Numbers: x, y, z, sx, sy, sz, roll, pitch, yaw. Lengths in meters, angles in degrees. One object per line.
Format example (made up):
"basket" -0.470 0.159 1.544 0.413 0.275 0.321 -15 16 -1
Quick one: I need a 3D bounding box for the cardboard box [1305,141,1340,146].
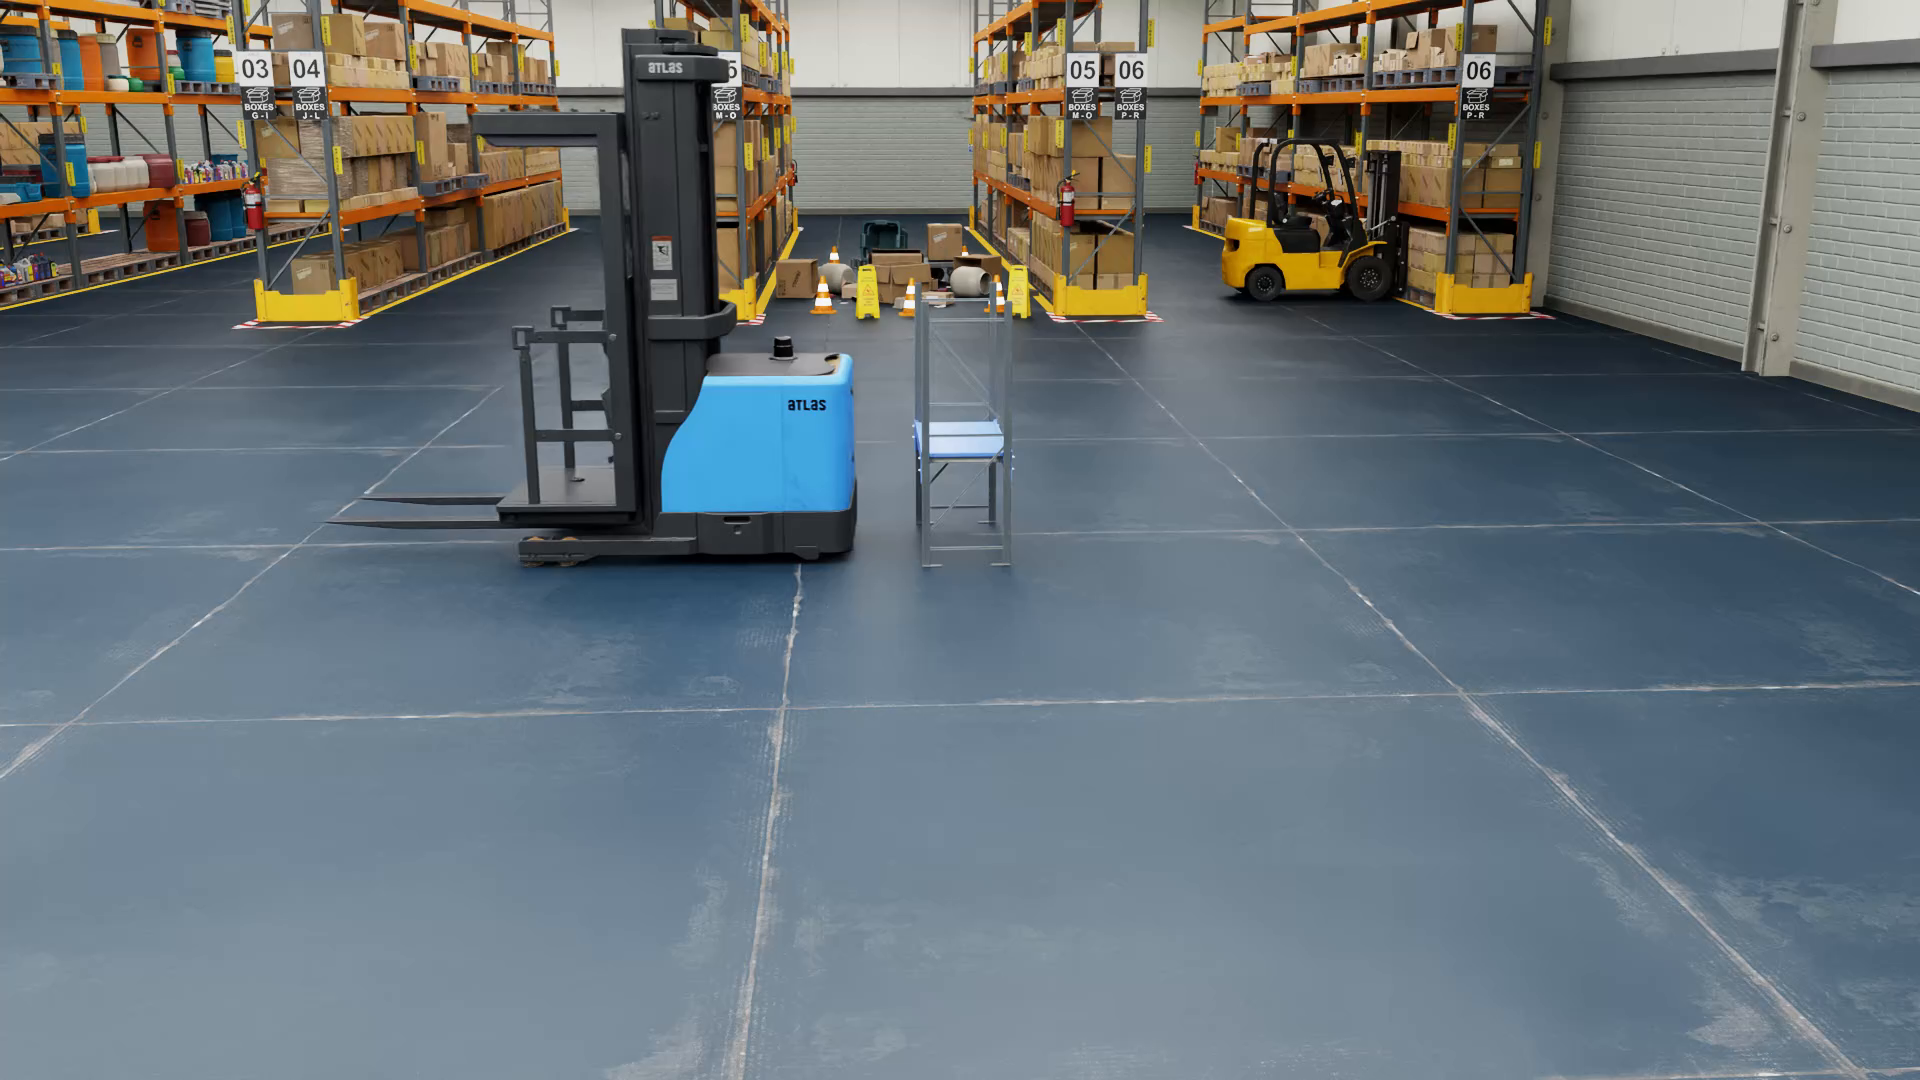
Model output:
"cardboard box" 6.376 -6.783 29.325 0.500 0.500 0.500 0 14 -1

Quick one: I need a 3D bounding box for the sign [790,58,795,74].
"sign" -3.577 -10.096 35.449 0.100 0.325 0.005 -1 14 -3

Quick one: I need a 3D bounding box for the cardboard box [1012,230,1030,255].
"cardboard box" 1.377 -4.930 27.597 0.950 0.372 0.625 -1 14 -5

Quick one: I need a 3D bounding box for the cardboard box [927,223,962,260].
"cardboard box" -0.229 -4.449 24.796 0.500 0.500 0.500 -1 14 -3

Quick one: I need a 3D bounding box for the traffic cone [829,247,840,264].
"traffic cone" -1.965 -4.355 26.023 0.336 0.463 0.334 -1 14 -3

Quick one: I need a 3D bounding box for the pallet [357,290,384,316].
"pallet" -8.117 -3.051 21.462 1.003 0.211 1.213 -1 14 -3

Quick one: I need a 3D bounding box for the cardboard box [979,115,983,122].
"cardboard box" 0.602 -8.680 34.235 0.380 0.149 0.250 -1 14 -5

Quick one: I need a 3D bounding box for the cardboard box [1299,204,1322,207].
"cardboard box" 6.457 -6.102 30.596 0.380 0.149 0.250 -1 14 -5

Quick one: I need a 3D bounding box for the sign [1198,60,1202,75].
"sign" 5.215 -10.258 36.100 0.100 0.325 0.005 -1 14 -3

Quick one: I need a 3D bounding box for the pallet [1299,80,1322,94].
"pallet" 6.383 -7.594 27.882 1.213 0.211 1.003 0 14 -1

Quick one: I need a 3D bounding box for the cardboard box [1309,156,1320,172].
"cardboard box" 6.080 -6.201 27.404 0.500 0.250 0.500 -1 14 -5

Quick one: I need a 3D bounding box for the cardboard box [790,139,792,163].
"cardboard box" -3.847 -8.296 35.451 0.500 0.500 0.500 -1 14 -2

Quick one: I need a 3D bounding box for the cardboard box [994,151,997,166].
"cardboard box" 0.894 -6.993 30.481 0.500 0.250 0.500 -1 14 -5

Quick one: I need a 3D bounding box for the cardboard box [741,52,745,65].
"cardboard box" -2.842 -5.905 20.397 0.380 0.149 0.250 -1 14 -3

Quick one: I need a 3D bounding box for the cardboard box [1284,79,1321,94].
"cardboard box" 5.978 -7.904 29.009 0.500 0.250 0.500 -1 14 -5

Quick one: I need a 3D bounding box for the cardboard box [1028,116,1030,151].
"cardboard box" 1.357 -5.892 24.102 0.700 0.500 0.500 -1 14 -4

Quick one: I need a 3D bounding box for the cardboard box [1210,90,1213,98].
"cardboard box" 5.498 -9.446 35.203 0.380 0.149 0.250 -1 14 -2

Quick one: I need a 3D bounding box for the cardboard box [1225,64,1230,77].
"cardboard box" 5.669 -9.536 33.748 0.500 0.250 0.500 -1 14 -2

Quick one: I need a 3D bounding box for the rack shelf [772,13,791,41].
"rack shelf" -4.008 -10.269 33.329 1.077 0.370 4.000 -1 14 -3

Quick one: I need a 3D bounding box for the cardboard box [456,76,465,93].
"cardboard box" -8.275 -7.312 26.708 0.500 0.250 0.500 -1 14 -4

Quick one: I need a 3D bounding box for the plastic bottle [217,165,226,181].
"plastic bottle" -13.361 -6.628 30.015 0.152 0.276 0.135 -1 14 -3

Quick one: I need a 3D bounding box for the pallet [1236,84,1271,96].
"pallet" 5.974 -8.594 31.764 1.213 0.211 1.003 -1 14 -3

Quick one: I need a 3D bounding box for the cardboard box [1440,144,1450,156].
"cardboard box" 6.469 -5.064 21.590 0.380 0.149 0.250 -1 14 -3

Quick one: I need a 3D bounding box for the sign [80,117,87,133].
"sign" -18.421 -8.725 34.959 0.100 0.325 0.005 -1 14 -3

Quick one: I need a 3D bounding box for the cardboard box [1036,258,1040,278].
"cardboard box" 1.357 -3.916 23.903 0.500 0.250 0.500 0 14 0

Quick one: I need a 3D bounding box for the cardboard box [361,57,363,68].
"cardboard box" -7.992 -6.211 21.627 0.380 0.149 0.250 -1 14 -4

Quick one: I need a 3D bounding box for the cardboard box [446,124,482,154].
"cardboard box" -8.622 -6.886 28.557 0.797 0.503 0.637 0 14 -2

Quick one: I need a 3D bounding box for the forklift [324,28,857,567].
"forklift" -2.146 -1.401 9.588 3.031 2.935 1.130 0 14 -1

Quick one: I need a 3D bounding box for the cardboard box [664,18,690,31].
"cardboard box" -3.500 -6.279 20.252 0.380 0.149 0.250 -1 14 -3

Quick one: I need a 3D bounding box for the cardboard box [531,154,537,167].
"cardboard box" -8.634 -7.481 32.785 0.500 0.250 0.500 -1 14 -4

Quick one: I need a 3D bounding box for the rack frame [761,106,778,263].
"rack frame" -3.636 -6.221 28.187 1.000 3.000 0.127 -1 14 -3

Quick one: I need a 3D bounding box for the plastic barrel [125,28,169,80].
"plastic barrel" -13.569 -8.099 27.759 0.600 0.830 0.708 -1 14 -3

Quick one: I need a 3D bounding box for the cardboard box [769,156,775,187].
"cardboard box" -3.311 -6.038 27.273 0.500 0.500 0.500 -1 14 -3

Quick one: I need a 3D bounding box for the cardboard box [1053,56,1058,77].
"cardboard box" 1.476 -6.106 21.422 0.500 0.250 0.500 -1 14 -4

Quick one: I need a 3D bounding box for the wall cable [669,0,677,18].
"wall cable" -5.999 -14.082 40.243 2.277 5.999 0.120 -1 14 -3

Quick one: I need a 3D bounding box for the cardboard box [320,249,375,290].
"cardboard box" -8.211 -3.633 22.300 0.500 0.500 0.500 0 14 2

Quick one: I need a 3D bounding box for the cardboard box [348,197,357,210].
"cardboard box" -7.874 -4.258 21.060 0.380 0.149 0.250 -1 14 -3

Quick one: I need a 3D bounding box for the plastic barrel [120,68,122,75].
"plastic barrel" -13.823 -7.518 26.983 0.421 0.512 0.421 0 14 0

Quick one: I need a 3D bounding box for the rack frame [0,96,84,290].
"rack frame" -13.289 -5.099 23.823 1.000 3.000 0.127 -1 14 -3

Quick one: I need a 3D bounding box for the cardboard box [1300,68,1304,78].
"cardboard box" 5.970 -7.900 28.118 0.380 0.166 0.250 -1 14 -4

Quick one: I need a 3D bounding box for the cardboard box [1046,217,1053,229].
"cardboard box" 1.367 -4.296 22.572 0.380 0.149 0.250 0 14 -1

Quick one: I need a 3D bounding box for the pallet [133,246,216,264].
"pallet" -13.627 -4.938 28.796 1.003 0.211 1.213 -1 14 -3

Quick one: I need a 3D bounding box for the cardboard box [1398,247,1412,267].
"cardboard box" 6.332 -3.894 22.813 0.500 0.250 0.500 -1 14 -5

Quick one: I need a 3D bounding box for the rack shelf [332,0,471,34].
"rack shelf" -8.469 -8.036 25.445 1.077 0.370 4.000 -1 14 -3

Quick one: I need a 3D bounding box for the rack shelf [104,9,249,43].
"rack shelf" -13.660 -8.954 29.015 1.077 0.370 4.000 -1 14 -3

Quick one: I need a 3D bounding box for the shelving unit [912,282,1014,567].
"shelving unit" 0.005 -0.705 9.757 0.538 1.500 1.048 -1 14 -3

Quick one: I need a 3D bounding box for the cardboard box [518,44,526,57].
"cardboard box" -8.974 -9.773 33.222 0.500 0.250 0.500 -1 14 -5

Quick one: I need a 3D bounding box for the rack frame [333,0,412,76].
"rack frame" -8.345 -8.080 23.373 1.000 3.000 0.127 -1 14 -3

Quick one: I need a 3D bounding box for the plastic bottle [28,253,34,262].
"plastic bottle" -13.105 -3.871 23.484 0.144 0.351 0.185 -1 14 -3

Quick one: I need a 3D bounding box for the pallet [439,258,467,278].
"pallet" -8.474 -4.322 26.402 1.003 0.211 1.213 -1 14 -3

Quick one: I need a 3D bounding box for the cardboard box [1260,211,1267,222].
"cardboard box" 5.905 -5.879 31.029 0.500 0.500 0.500 -1 14 -5

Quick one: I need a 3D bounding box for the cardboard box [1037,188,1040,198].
"cardboard box" 1.312 -5.061 24.181 0.380 0.149 0.250 0 14 -2
